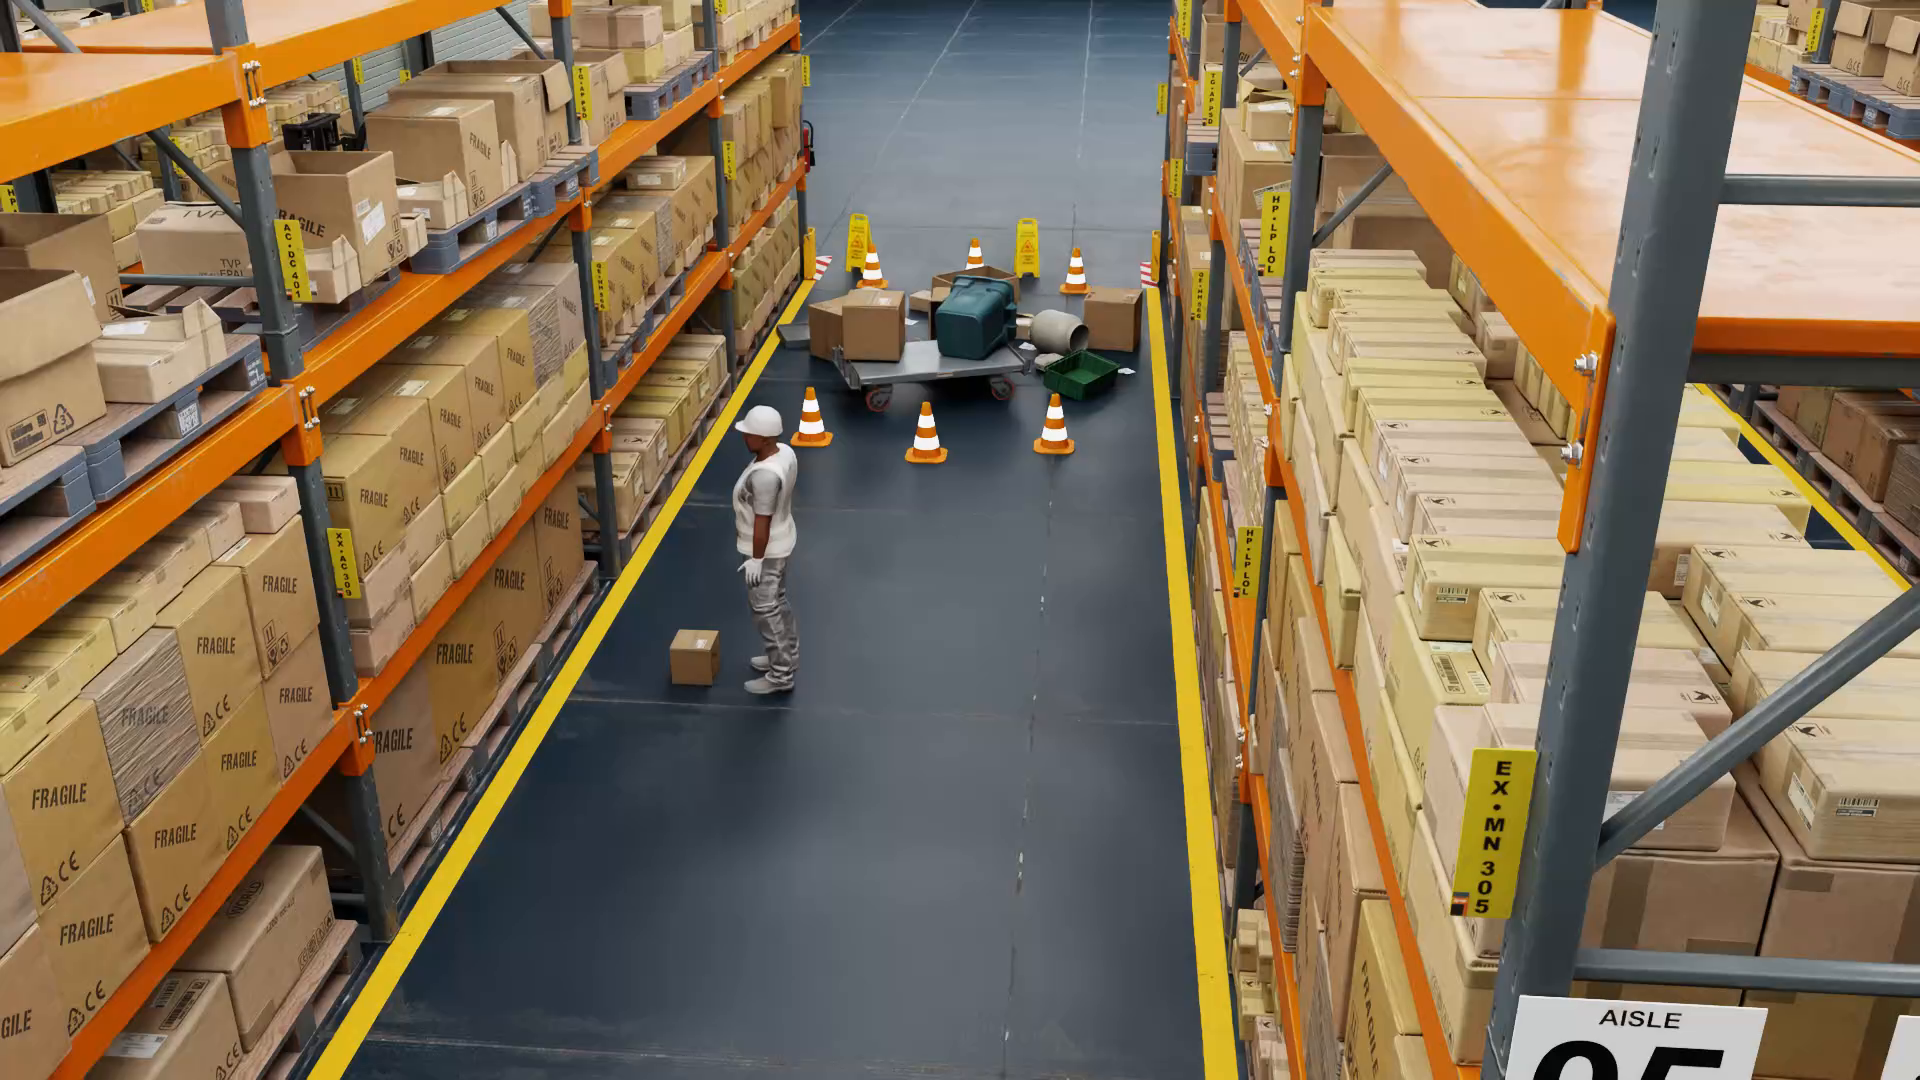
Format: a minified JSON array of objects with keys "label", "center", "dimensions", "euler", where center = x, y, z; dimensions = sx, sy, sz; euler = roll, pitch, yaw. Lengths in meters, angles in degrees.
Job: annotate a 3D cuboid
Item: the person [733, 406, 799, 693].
[{"label":"person","center":[-1.150,0.051,9.889],"dimensions":[0.361,1.793,0.546],"euler":[2,24,5]}]
